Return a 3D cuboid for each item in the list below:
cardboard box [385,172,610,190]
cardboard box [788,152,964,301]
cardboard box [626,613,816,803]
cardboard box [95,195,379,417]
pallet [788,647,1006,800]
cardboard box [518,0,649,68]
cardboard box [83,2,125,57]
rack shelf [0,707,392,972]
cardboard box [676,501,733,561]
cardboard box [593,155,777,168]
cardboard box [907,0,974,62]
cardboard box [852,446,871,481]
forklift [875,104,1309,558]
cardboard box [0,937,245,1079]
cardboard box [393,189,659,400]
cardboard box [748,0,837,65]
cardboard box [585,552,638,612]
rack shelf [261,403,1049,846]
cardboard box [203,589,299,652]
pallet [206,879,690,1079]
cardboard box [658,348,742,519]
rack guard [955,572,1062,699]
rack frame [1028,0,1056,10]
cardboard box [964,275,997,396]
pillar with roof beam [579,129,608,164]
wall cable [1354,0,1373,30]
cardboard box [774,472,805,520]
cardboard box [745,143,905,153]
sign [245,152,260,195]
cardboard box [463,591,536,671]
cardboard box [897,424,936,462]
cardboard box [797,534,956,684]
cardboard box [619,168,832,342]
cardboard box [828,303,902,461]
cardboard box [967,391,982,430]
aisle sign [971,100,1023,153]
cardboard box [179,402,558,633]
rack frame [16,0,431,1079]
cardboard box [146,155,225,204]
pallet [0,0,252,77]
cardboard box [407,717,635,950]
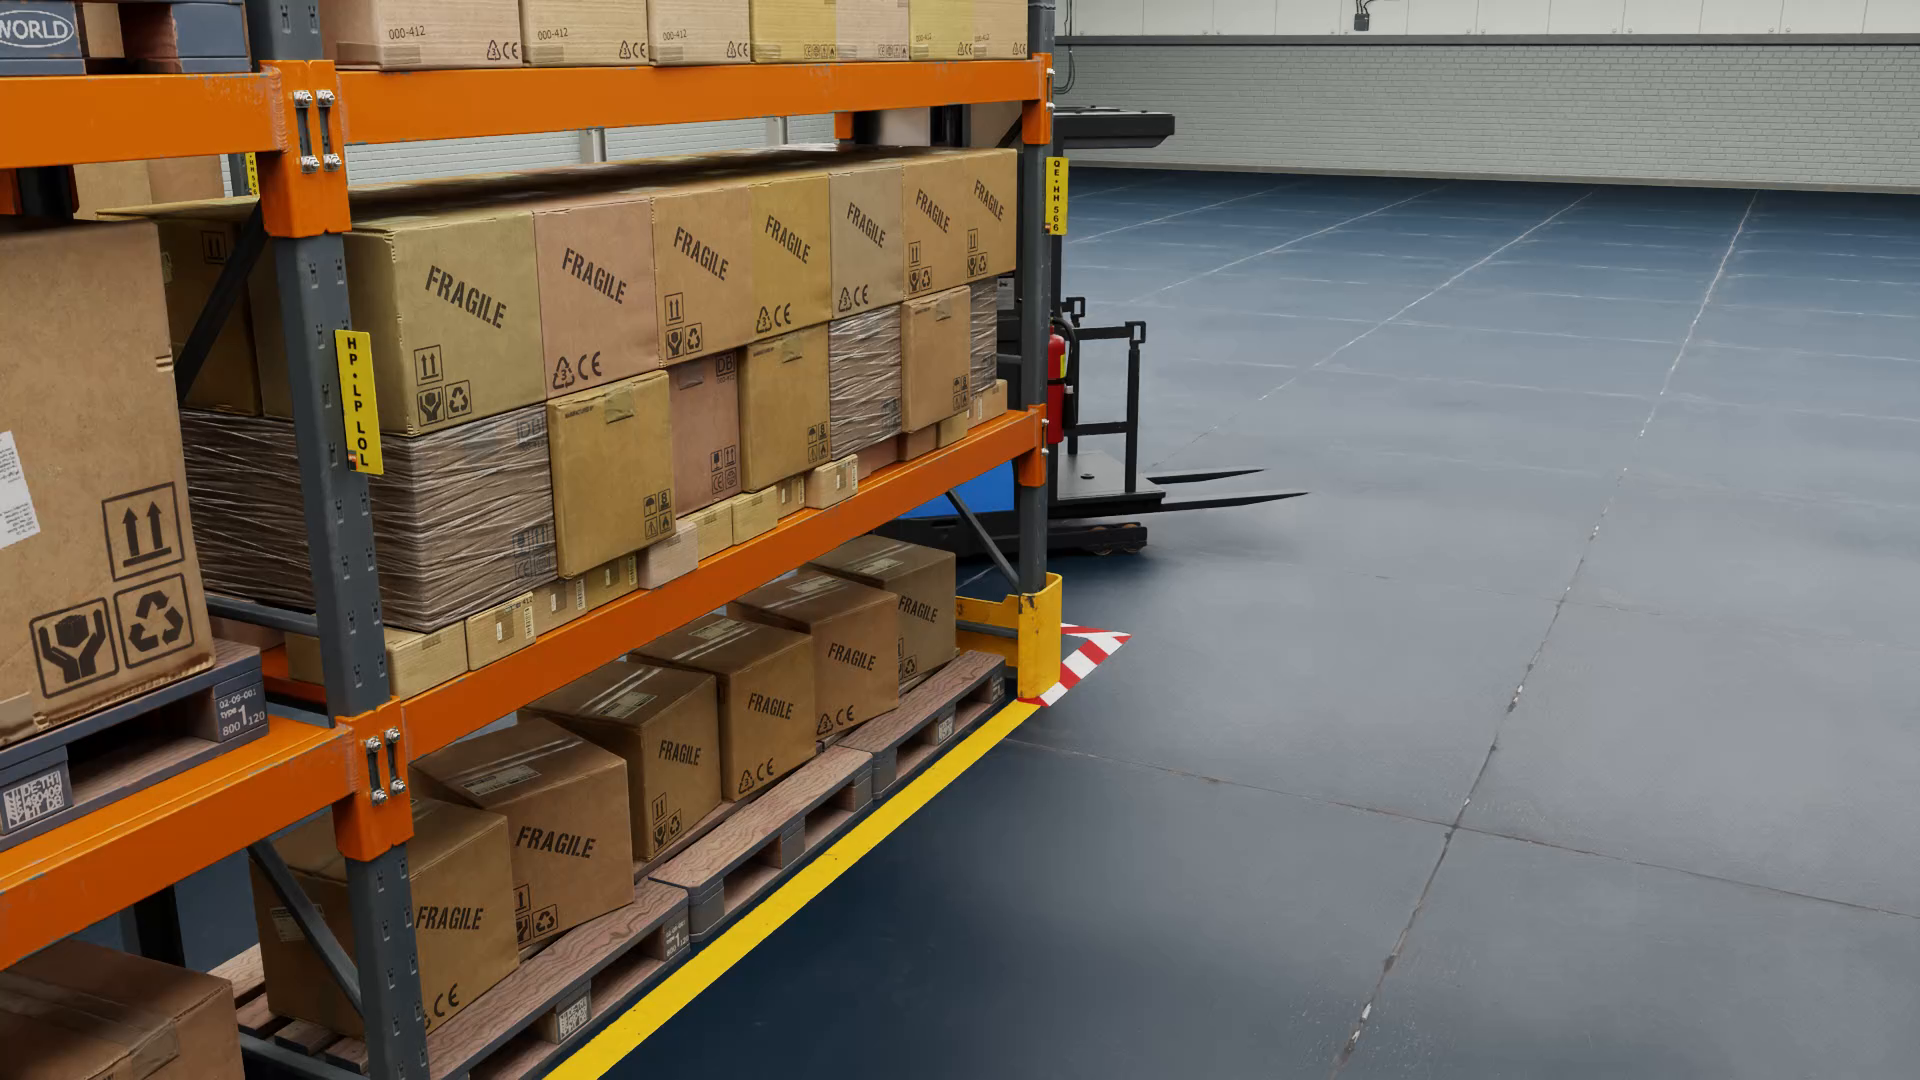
[{"bbox_3d":[-1.458,-0.900,5.332,0.500,0.500,0.500,8,18,25],"label":"cardboard box"},{"bbox_3d":[-0.315,-1.215,6.392,0.500,0.500,0.500,8,18,25],"label":"cardboard box"},{"bbox_3d":[-0.899,0.623,6.311,0.500,0.500,0.500,10,19,30],"label":"cardboard box"},{"bbox_3d":[-1.905,-0.645,4.474,0.500,0.500,0.500,8,18,25],"label":"cardboard box"},{"bbox_3d":[-0.501,0.714,7.250,1.003,0.211,1.213,8,18,25],"label":"pallet"},{"bbox_3d":[-1.198,-1.409,4.496,0.500,0.250,0.500,8,18,25],"label":"cardboard box"},{"bbox_3d":[-1.890,-1.341,4.266,0.500,0.250,0.500,9,19,27],"label":"cardboard box"},{"bbox_3d":[-2.753,1.029,2.556,1.077,0.370,4.000,8,18,25],"label":"rack shelf"},{"bbox_3d":[-0.958,-0.043,5.343,0.380,0.149,0.250,8,18,25],"label":"cardboard box"},{"bbox_3d":[-1.014,-1.155,6.190,0.500,0.500,0.500,8,18,25],"label":"cardboard box"},{"bbox_3d":[-0.281,-1.928,6.242,0.500,0.250,0.500,8,18,26],"label":"cardboard box"},{"bbox_3d":[-0.559,-0.305,6.223,0.380,0.149,0.250,8,18,25],"label":"cardboard box"},{"bbox_3d":[0.601,-1.455,9.774,3.031,2.935,1.130,-5,17,-15],"label":"forklift"},{"bbox_3d":[-2.153,1.315,3.945,0.700,0.500,0.500,7,18,21],"label":"cardboard box"},{"bbox_3d":[-1.209,-0.705,4.677,0.500,0.500,0.500,8,18,25],"label":"cardboard box"},{"bbox_3d":[-0.738,-1.670,5.373,0.500,0.250,0.500,8,18,24],"label":"cardboard box"},{"bbox_3d":[-1.181,0.084,4.914,0.380,0.149,0.250,8,18,25],"label":"cardboard box"},{"bbox_3d":[-0.966,0.010,5.987,1.077,0.370,4.000,8,18,25],"label":"rack shelf"},{"bbox_3d":[-2.027,0.203,4.515,0.380,0.149,0.250,8,18,25],"label":"cardboard box"},{"bbox_3d":[-1.591,1.335,5.157,1.003,0.211,1.213,8,18,25],"label":"pallet"},{"bbox_3d":[-1.215,-0.386,5.358,0.875,0.500,0.500,8,18,25],"label":"cardboard box"},{"bbox_3d":[-0.106,0.373,7.890,1.175,0.500,0.348,8,18,25],"label":"rack guard"},{"bbox_3d":[-0.072,-3.720,6.745,1.000,3.000,0.127,8,18,25],"label":"rack frame"},{"bbox_3d":[-0.343,-0.898,7.083,0.875,0.500,0.500,8,18,25],"label":"cardboard box"},{"bbox_3d":[-2.603,-9.586,26.495,9.100,9.000,0.400,8,18,25],"label":"pillar with roof beam"},{"bbox_3d":[9.893,-14.191,36.026,2.305,6.003,0.169,8,18,25],"label":"wall cable"},{"bbox_3d":[-0.765,-0.175,5.786,0.380,0.149,0.250,8,18,25],"label":"cardboard box"},{"bbox_3d":[-0.562,-1.409,7.046,0.500,0.500,0.500,8,18,25],"label":"cardboard box"},{"bbox_3d":[-3.985,-2.097,9.368,0.100,0.325,0.005,8,18,25],"label":"sign"},{"bbox_3d":[-1.371,0.216,4.469,0.380,0.149,0.250,8,18,25],"label":"cardboard box"},{"bbox_3d":[-0.318,-0.430,6.644,0.380,0.149,0.250,8,18,25],"label":"cardboard box"},{"bbox_3d":[-0.366,0.309,7.367,0.500,0.500,0.500,12,20,36],"label":"cardboard box"},{"bbox_3d":[-0.772,-0.961,5.539,0.500,0.500,0.500,8,18,25],"label":"cardboard box"},{"bbox_3d":[-0.721,-0.634,6.193,0.875,0.500,0.500,8,18,25],"label":"cardboard box"},{"bbox_3d":[-0.127,-0.562,7.088,0.380,0.149,0.250,8,18,25],"label":"cardboard box"},{"bbox_3d":[0.224,-2.068,7.154,0.394,0.787,0.004,8,18,25],"label":"aisle sign"},{"bbox_3d":[-1.603,-0.123,4.472,0.875,0.500,0.500,8,18,25],"label":"cardboard box"},{"bbox_3d":[-1.860,0.174,4.169,1.000,3.000,0.127,8,18,25],"label":"rack frame"},{"bbox_3d":[-4.665,-2.001,9.334,0.875,0.550,0.550,8,18,25],"label":"cardboard box"},{"bbox_3d":[-2.231,-1.030,3.285,1.213,0.211,1.003,8,18,25],"label":"pallet"},{"bbox_3d":[-1.396,0.928,5.286,0.500,0.500,0.500,16,23,43],"label":"cardboard box"}]
